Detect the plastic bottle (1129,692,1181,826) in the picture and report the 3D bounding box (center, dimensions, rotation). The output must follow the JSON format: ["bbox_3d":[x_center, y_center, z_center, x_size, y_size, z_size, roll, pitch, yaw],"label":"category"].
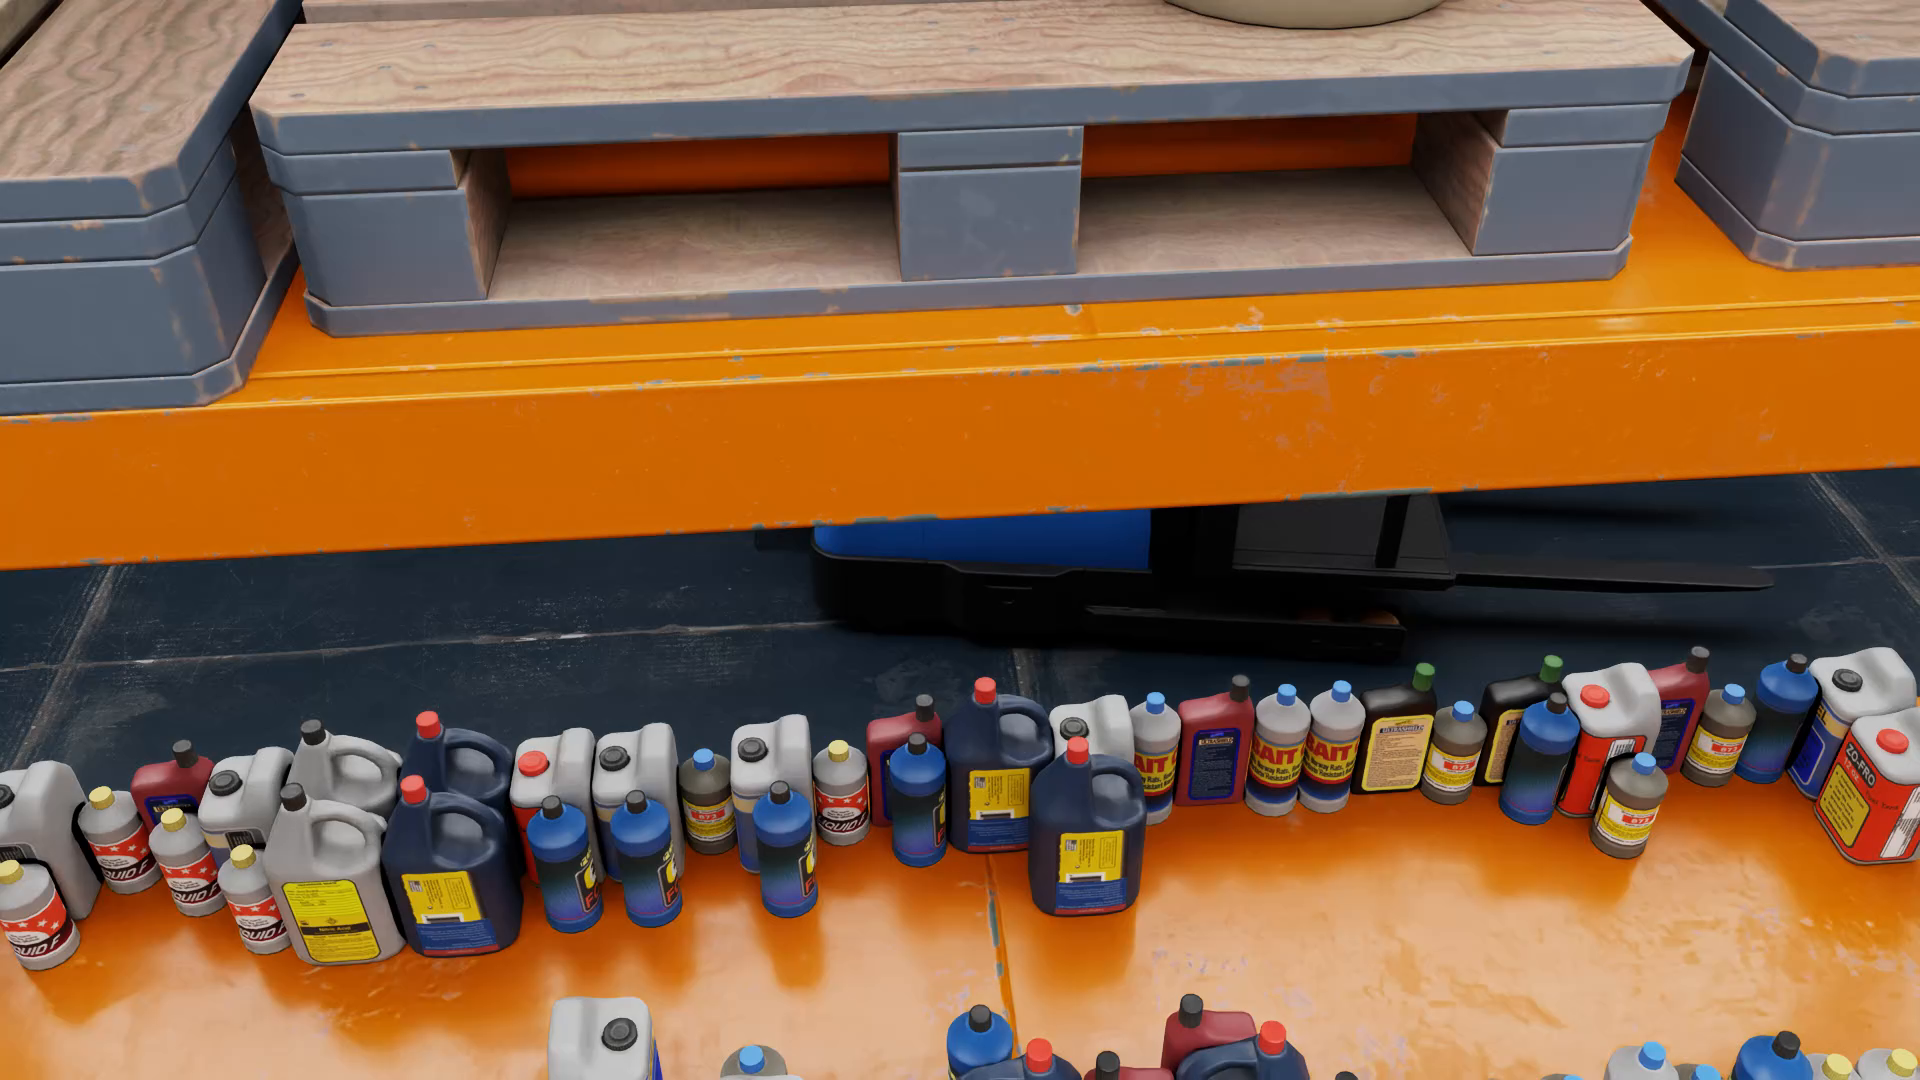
[{"bbox_3d":[0.338,0.379,2.952,0.097,0.271,0.097,0,38,0],"label":"plastic bottle"}]

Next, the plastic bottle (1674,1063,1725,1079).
[{"bbox_3d":[1.063,0.839,2.426,0.097,0.201,0.097,0,38,0],"label":"plastic bottle"}]

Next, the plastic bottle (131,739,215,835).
[{"bbox_3d":[-1.328,0.455,2.846,0.133,0.283,0.061,-3,38,-4],"label":"plastic bottle"}]

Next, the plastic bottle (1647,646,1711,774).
[{"bbox_3d":[1.275,0.312,3.028,0.133,0.283,0.061,-3,38,-4],"label":"plastic bottle"}]

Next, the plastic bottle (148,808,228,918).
[{"bbox_3d":[-1.303,0.535,2.811,0.097,0.201,0.097,0,38,0],"label":"plastic bottle"}]

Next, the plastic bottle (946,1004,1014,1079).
[{"bbox_3d":[0.029,0.779,2.446,0.097,0.271,0.097,0,38,0],"label":"plastic bottle"}]

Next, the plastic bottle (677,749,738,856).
[{"bbox_3d":[-0.441,0.450,2.919,0.097,0.201,0.097,0,38,0],"label":"plastic bottle"}]

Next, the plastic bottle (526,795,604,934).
[{"bbox_3d":[-0.659,0.529,2.762,0.097,0.271,0.097,0,38,0],"label":"plastic bottle"}]

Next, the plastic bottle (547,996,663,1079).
[{"bbox_3d":[-0.515,0.785,2.434,0.135,0.276,0.152,-3,38,-4],"label":"plastic bottle"}]

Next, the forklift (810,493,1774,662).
[{"bbox_3d":[1.069,-1.109,4.789,3.031,2.935,1.130,3,38,3],"label":"forklift"}]

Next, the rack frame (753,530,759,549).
[{"bbox_3d":[-0.694,-0.444,5.465,0.008,1.050,0.200,3,38,3],"label":"rack frame"}]

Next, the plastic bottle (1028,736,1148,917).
[{"bbox_3d":[0.213,0.464,2.780,0.185,0.351,0.144,-3,38,-4],"label":"plastic bottle"}]

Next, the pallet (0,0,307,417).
[{"bbox_3d":[-1.146,-0.536,1.738,1.003,0.211,1.213,-3,38,-4],"label":"pallet"}]

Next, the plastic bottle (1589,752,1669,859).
[{"bbox_3d":[1.175,0.455,2.912,0.097,0.201,0.097,0,38,0],"label":"plastic bottle"}]

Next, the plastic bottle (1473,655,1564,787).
[{"bbox_3d":[1.008,0.326,3.009,0.133,0.283,0.061,-3,38,-4],"label":"plastic bottle"}]

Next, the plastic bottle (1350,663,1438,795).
[{"bbox_3d":[0.778,0.339,2.993,0.133,0.283,0.061,-3,38,-4],"label":"plastic bottle"}]

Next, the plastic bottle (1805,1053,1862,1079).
[{"bbox_3d":[1.257,0.828,2.439,0.097,0.201,0.097,0,38,0],"label":"plastic bottle"}]

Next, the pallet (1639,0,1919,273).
[{"bbox_3d":[1.295,-0.670,1.909,1.213,0.211,1.003,-3,38,-4],"label":"pallet"}]

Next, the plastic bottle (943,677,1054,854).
[{"bbox_3d":[0.065,0.378,2.890,0.185,0.351,0.144,-3,38,-4],"label":"plastic bottle"}]

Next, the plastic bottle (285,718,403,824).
[{"bbox_3d":[-1.032,0.438,2.813,0.185,0.351,0.144,-3,38,-4],"label":"plastic bottle"}]

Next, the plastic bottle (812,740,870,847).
[{"bbox_3d":[-0.210,0.437,2.935,0.097,0.201,0.097,0,38,0],"label":"plastic bottle"}]

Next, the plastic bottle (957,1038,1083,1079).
[{"bbox_3d":[0.083,0.819,2.330,0.185,0.351,0.144,-3,38,-4],"label":"plastic bottle"}]

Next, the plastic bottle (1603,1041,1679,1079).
[{"bbox_3d":[0.966,0.817,2.397,0.097,0.271,0.097,0,38,0],"label":"plastic bottle"}]

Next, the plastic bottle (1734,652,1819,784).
[{"bbox_3d":[1.488,0.316,3.032,0.097,0.271,0.097,0,38,0],"label":"plastic bottle"}]

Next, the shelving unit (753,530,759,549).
[{"bbox_3d":[-0.573,-0.438,5.458,0.252,1.050,0.215,3,38,3],"label":"shelving unit"}]

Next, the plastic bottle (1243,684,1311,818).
[{"bbox_3d":[0.568,0.367,2.968,0.097,0.271,0.097,0,38,0],"label":"plastic bottle"}]

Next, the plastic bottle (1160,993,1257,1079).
[{"bbox_3d":[0.365,0.767,2.451,0.133,0.283,0.061,-3,38,-4],"label":"plastic bottle"}]

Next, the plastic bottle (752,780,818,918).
[{"bbox_3d":[-0.294,0.509,2.788,0.097,0.271,0.097,0,38,0],"label":"plastic bottle"}]

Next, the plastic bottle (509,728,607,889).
[{"bbox_3d":[-0.688,0.451,2.857,0.135,0.276,0.152,-3,38,-4],"label":"plastic bottle"}]

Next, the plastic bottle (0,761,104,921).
[{"bbox_3d":[-1.554,0.499,2.797,0.135,0.276,0.152,-3,38,-4],"label":"plastic bottle"}]

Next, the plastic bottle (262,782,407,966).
[{"bbox_3d":[-1.019,0.527,2.700,0.185,0.351,0.144,-3,38,-4],"label":"plastic bottle"}]

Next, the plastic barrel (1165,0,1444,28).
[{"bbox_3d":[0.313,-0.754,1.414,0.433,0.535,0.433,0,38,0],"label":"plastic barrel"}]
